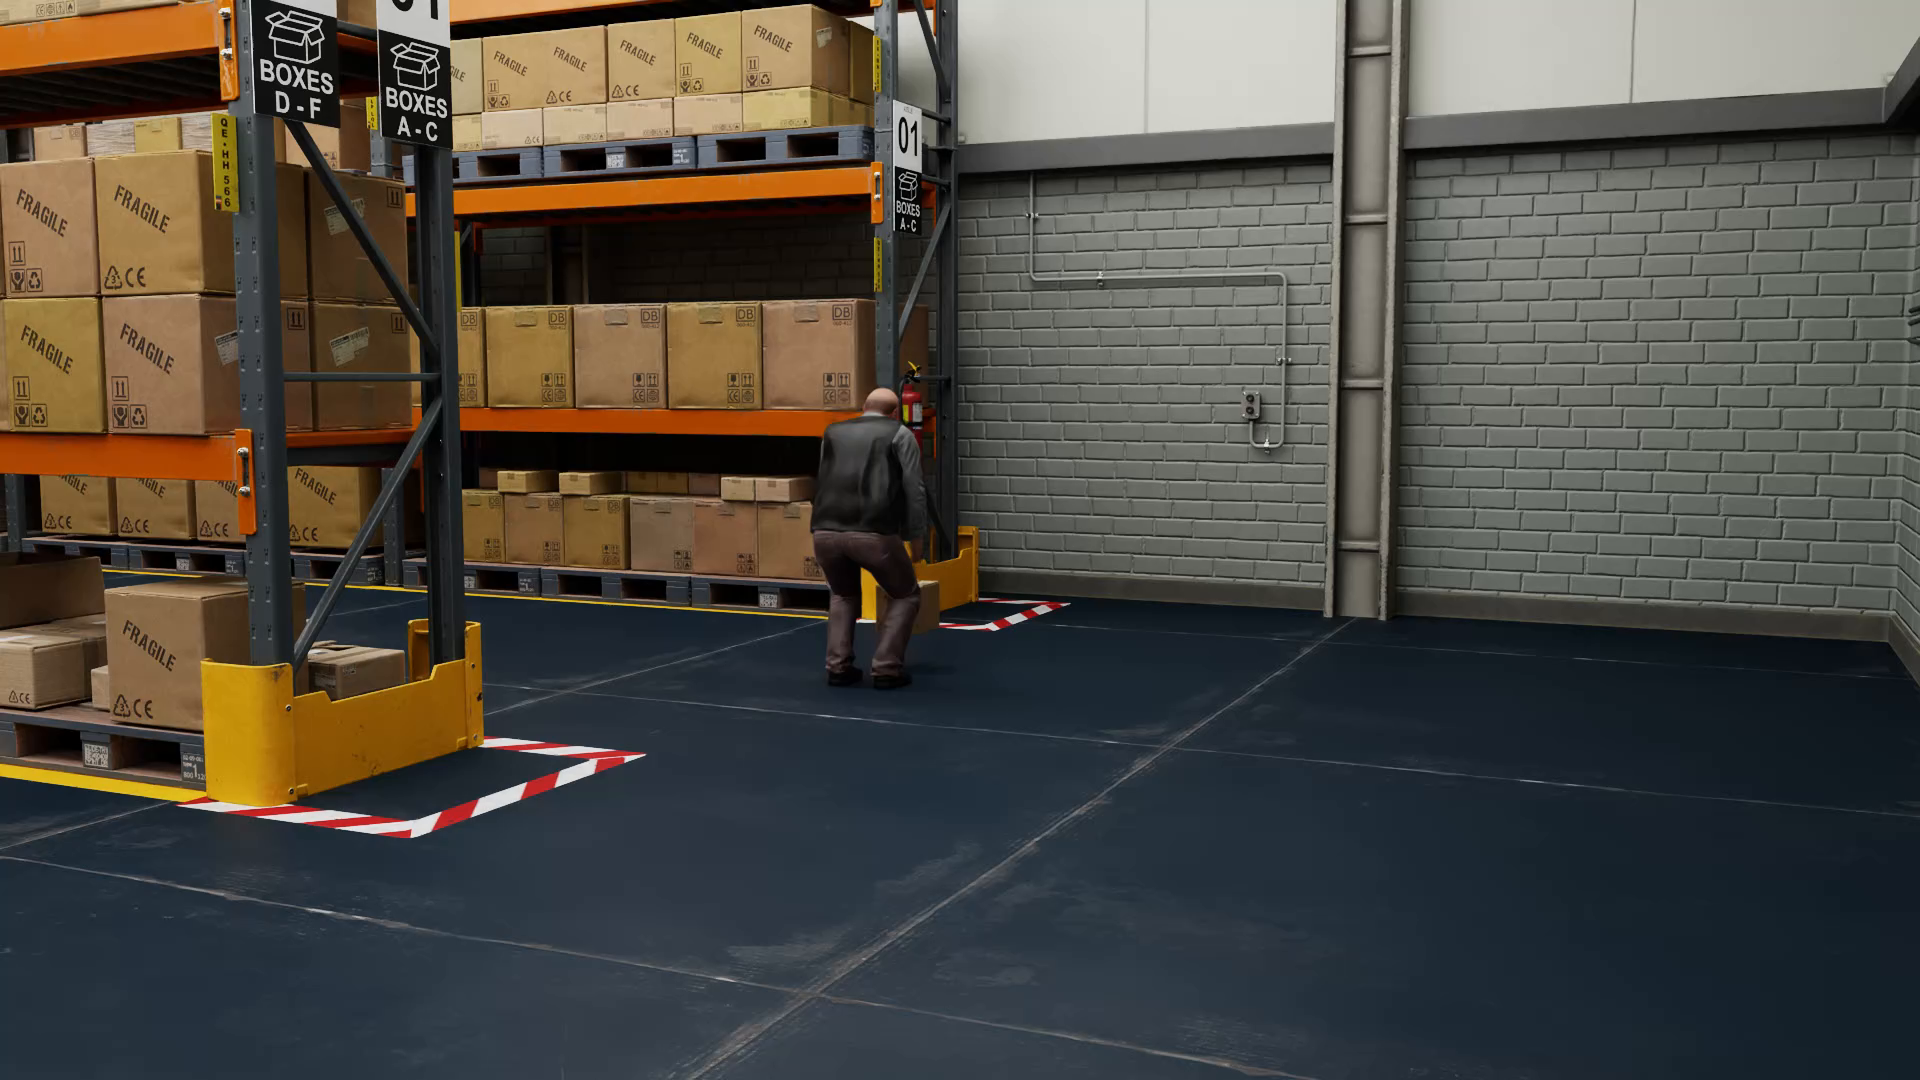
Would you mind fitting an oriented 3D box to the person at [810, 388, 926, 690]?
[{"bbox_3d":[-0.478,-0.016,8.214,0.590,1.462,0.669,2,6,24],"label":"person"}]
